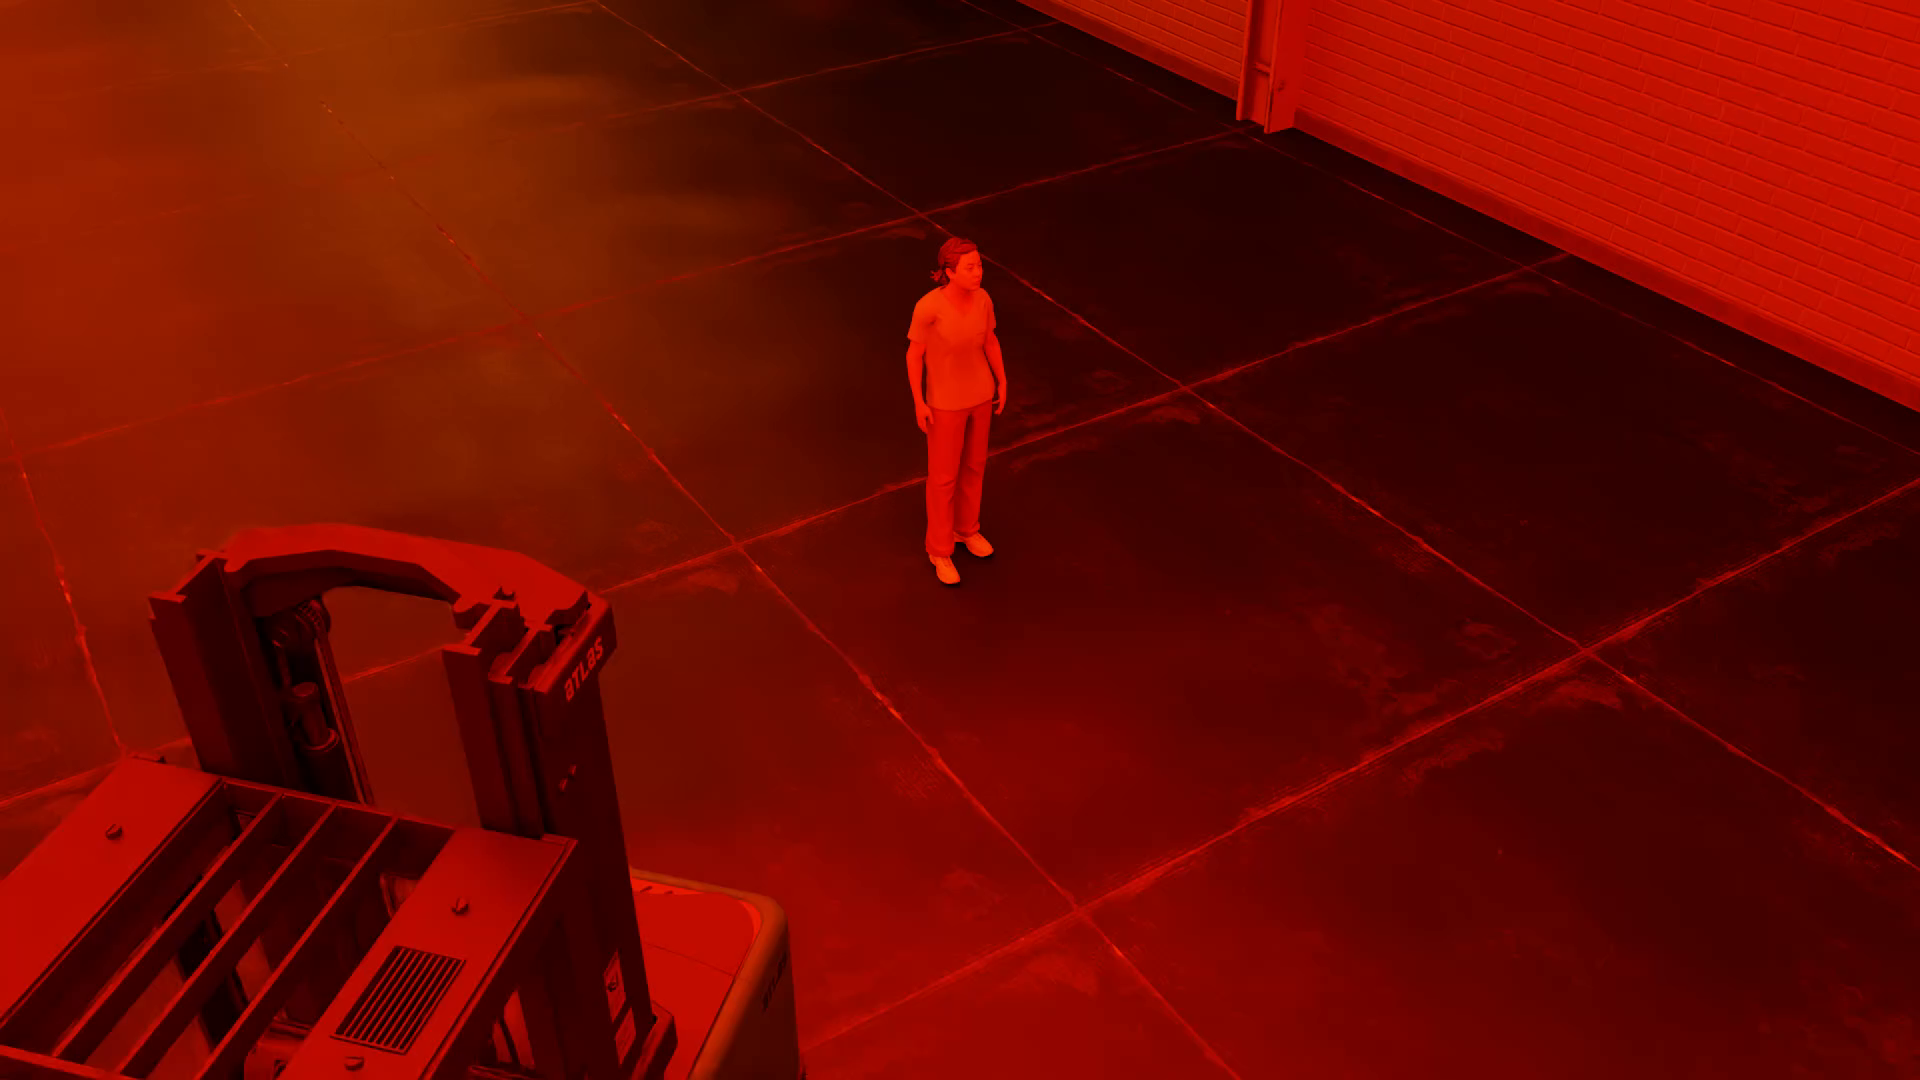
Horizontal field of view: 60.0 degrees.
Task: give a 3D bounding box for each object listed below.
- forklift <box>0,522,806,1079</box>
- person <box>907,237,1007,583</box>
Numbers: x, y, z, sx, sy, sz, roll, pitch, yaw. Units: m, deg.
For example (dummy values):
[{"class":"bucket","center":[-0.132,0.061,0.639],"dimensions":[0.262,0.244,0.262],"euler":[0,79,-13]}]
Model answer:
[{"class":"forklift","center":[-1.399,1.555,3.934],"dimensions":[1.130,2.935,3.031],"euler":[9,36,12]},{"class":"person","center":[0.031,-0.652,8.155],"dimensions":[0.553,1.673,0.548],"euler":[-21,40,-27]}]
